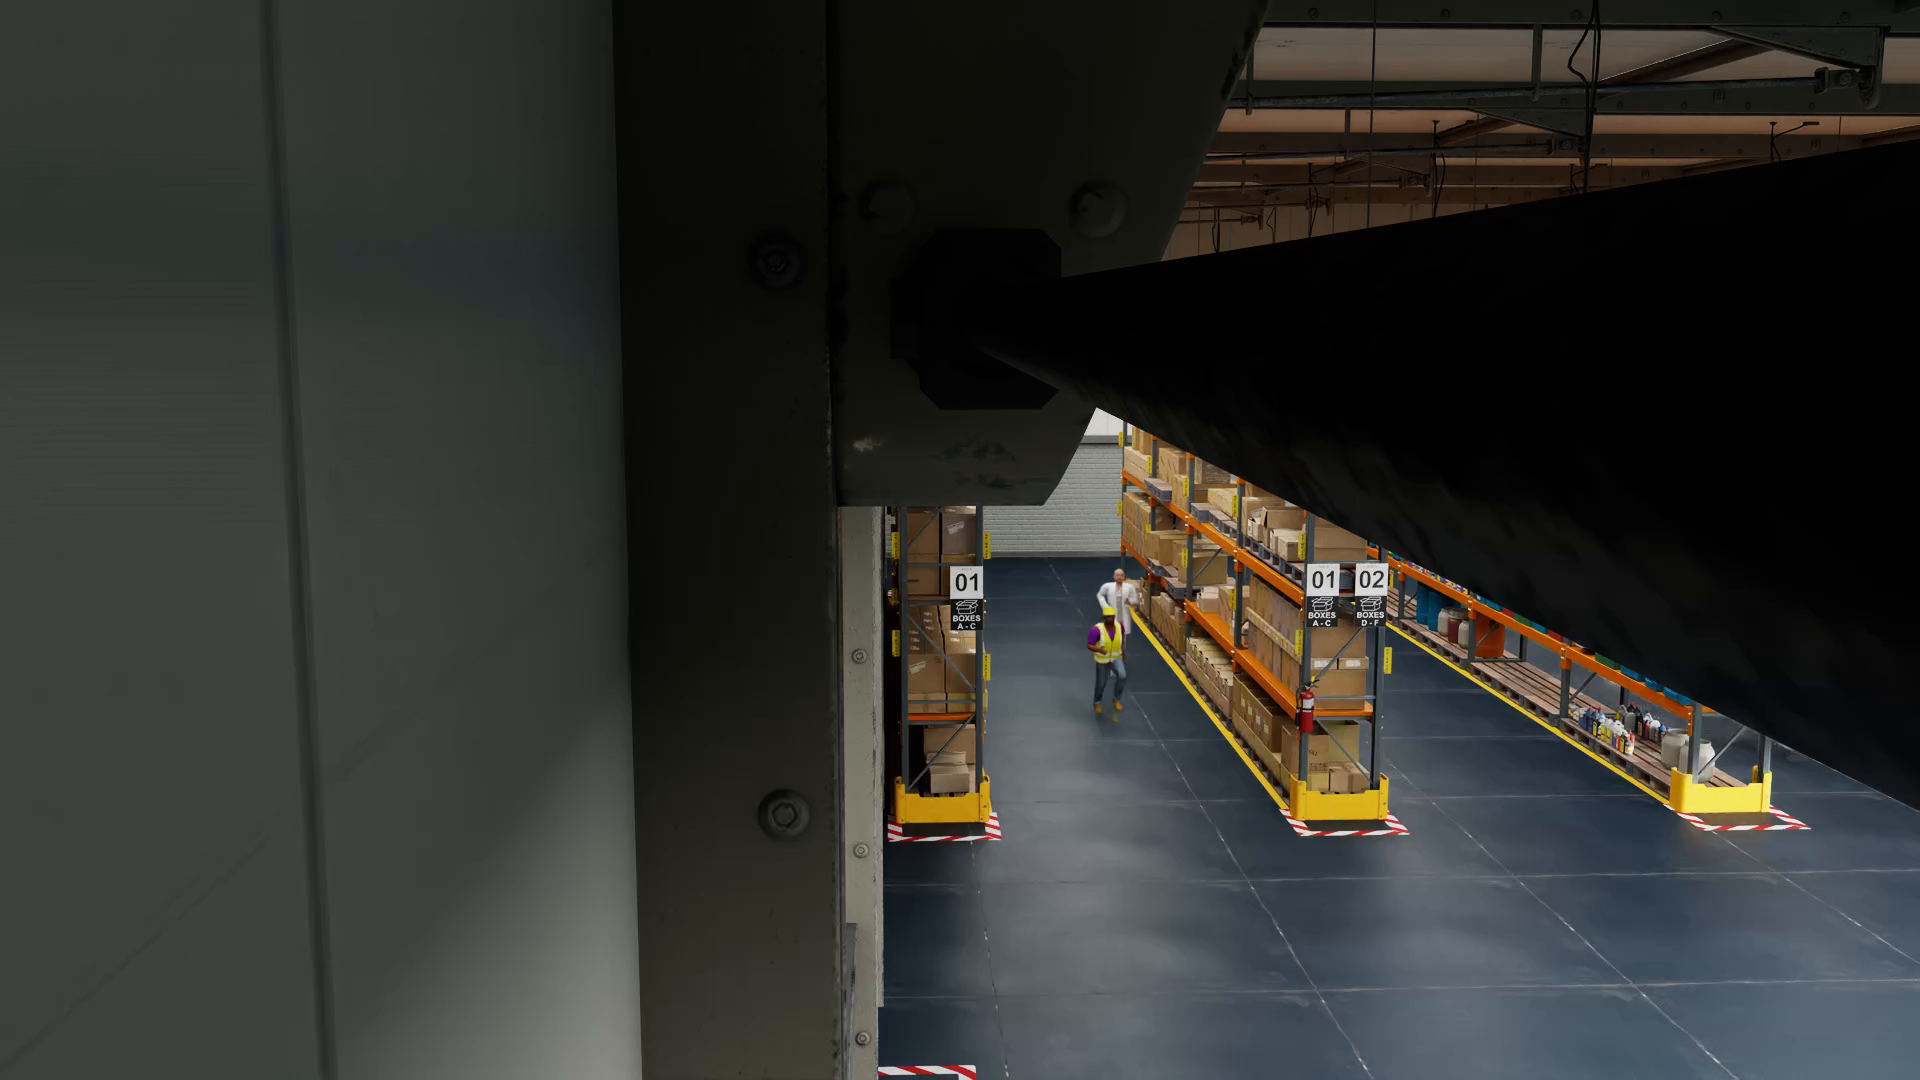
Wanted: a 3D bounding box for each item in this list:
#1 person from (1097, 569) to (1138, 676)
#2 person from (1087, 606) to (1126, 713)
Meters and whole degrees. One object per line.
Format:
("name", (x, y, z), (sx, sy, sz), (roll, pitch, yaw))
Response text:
("person", (2.734, 1.509, 28.825), (0.667, 1.645, 0.801), (0, 8, -2))
("person", (2.243, 1.850, 25.438), (0.640, 1.731, 0.915), (-1, 8, -7))
